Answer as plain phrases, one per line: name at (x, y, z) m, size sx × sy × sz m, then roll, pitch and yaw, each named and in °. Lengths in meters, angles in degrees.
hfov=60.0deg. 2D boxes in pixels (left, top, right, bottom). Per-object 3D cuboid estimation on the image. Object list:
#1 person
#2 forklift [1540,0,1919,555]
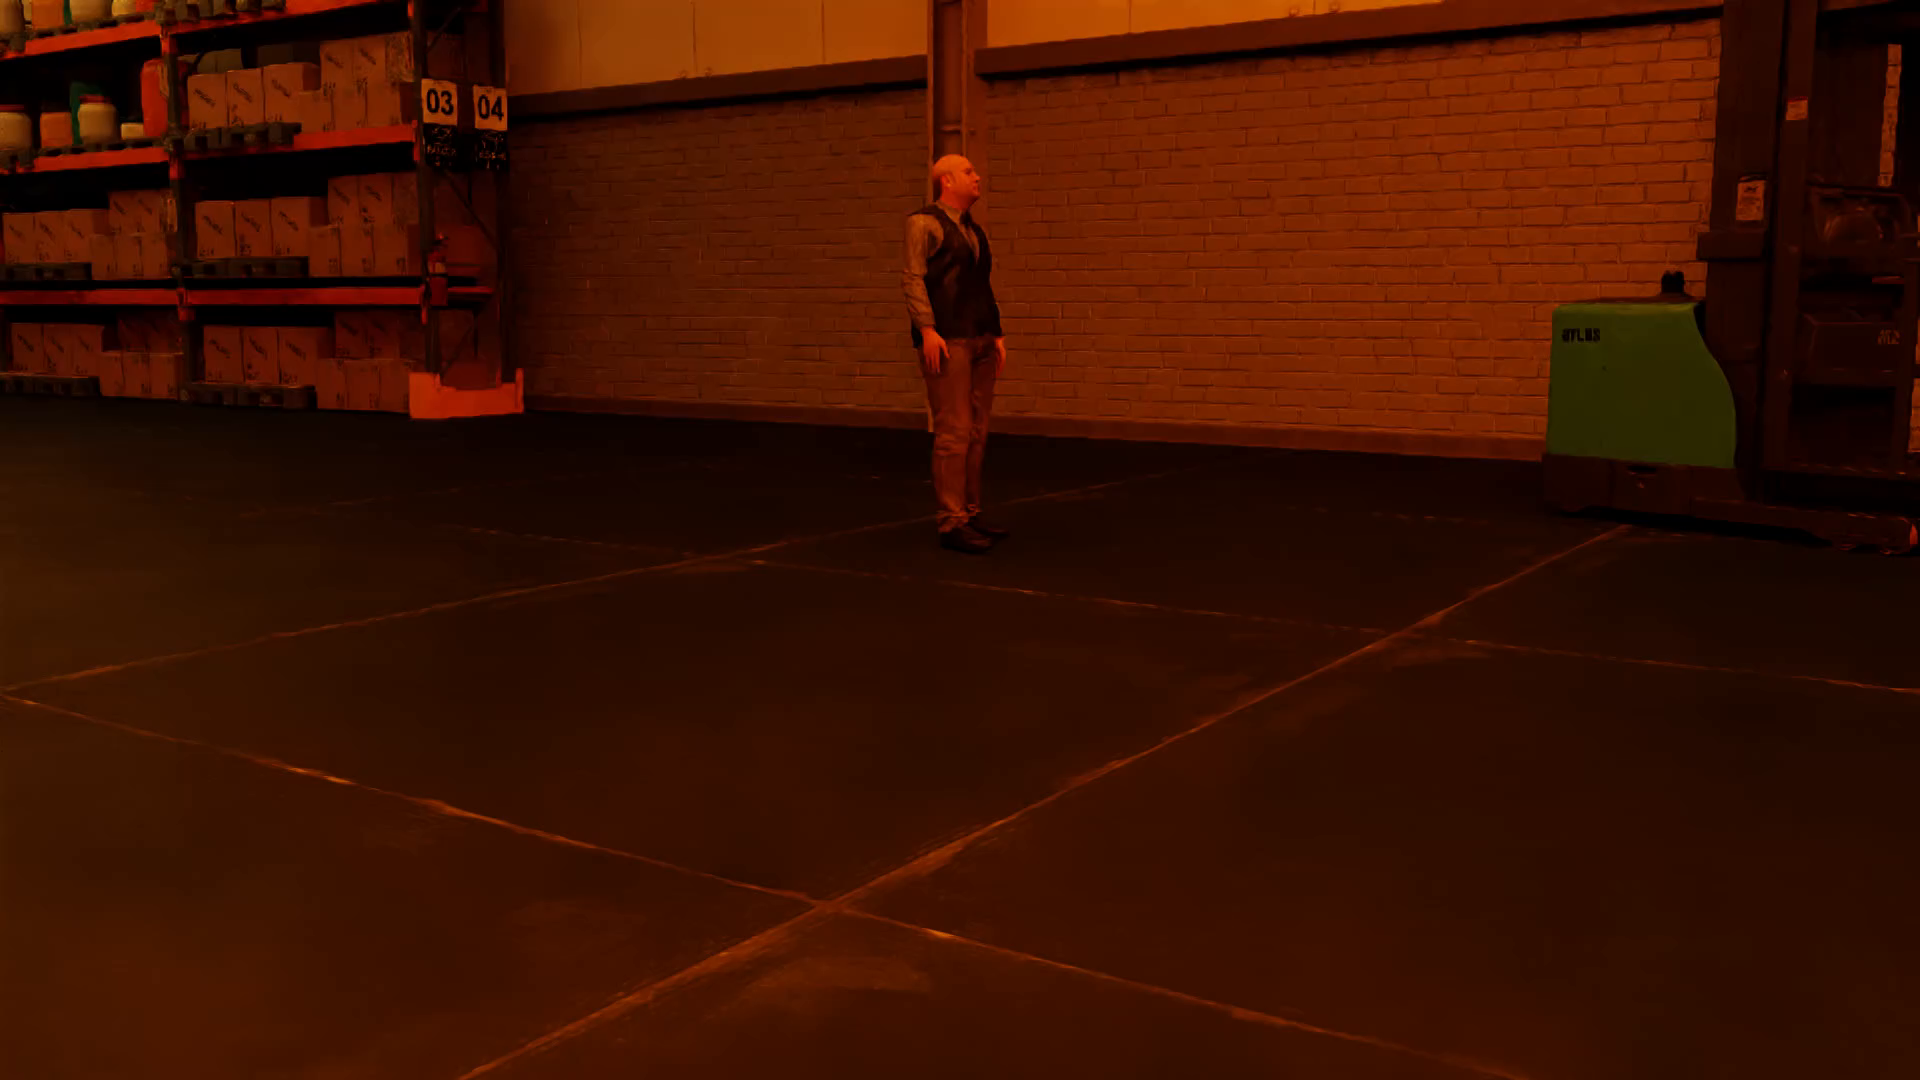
person at (0.047, -0.853, 7.440) m, size 0.567 × 1.720 × 0.632 m, roll 5°, pitch 10°, yaw 34°
forklift at (4.261, -1.461, 7.470) m, size 1.130 × 2.935 × 3.031 m, roll -6°, pitch 10°, yaw -36°
